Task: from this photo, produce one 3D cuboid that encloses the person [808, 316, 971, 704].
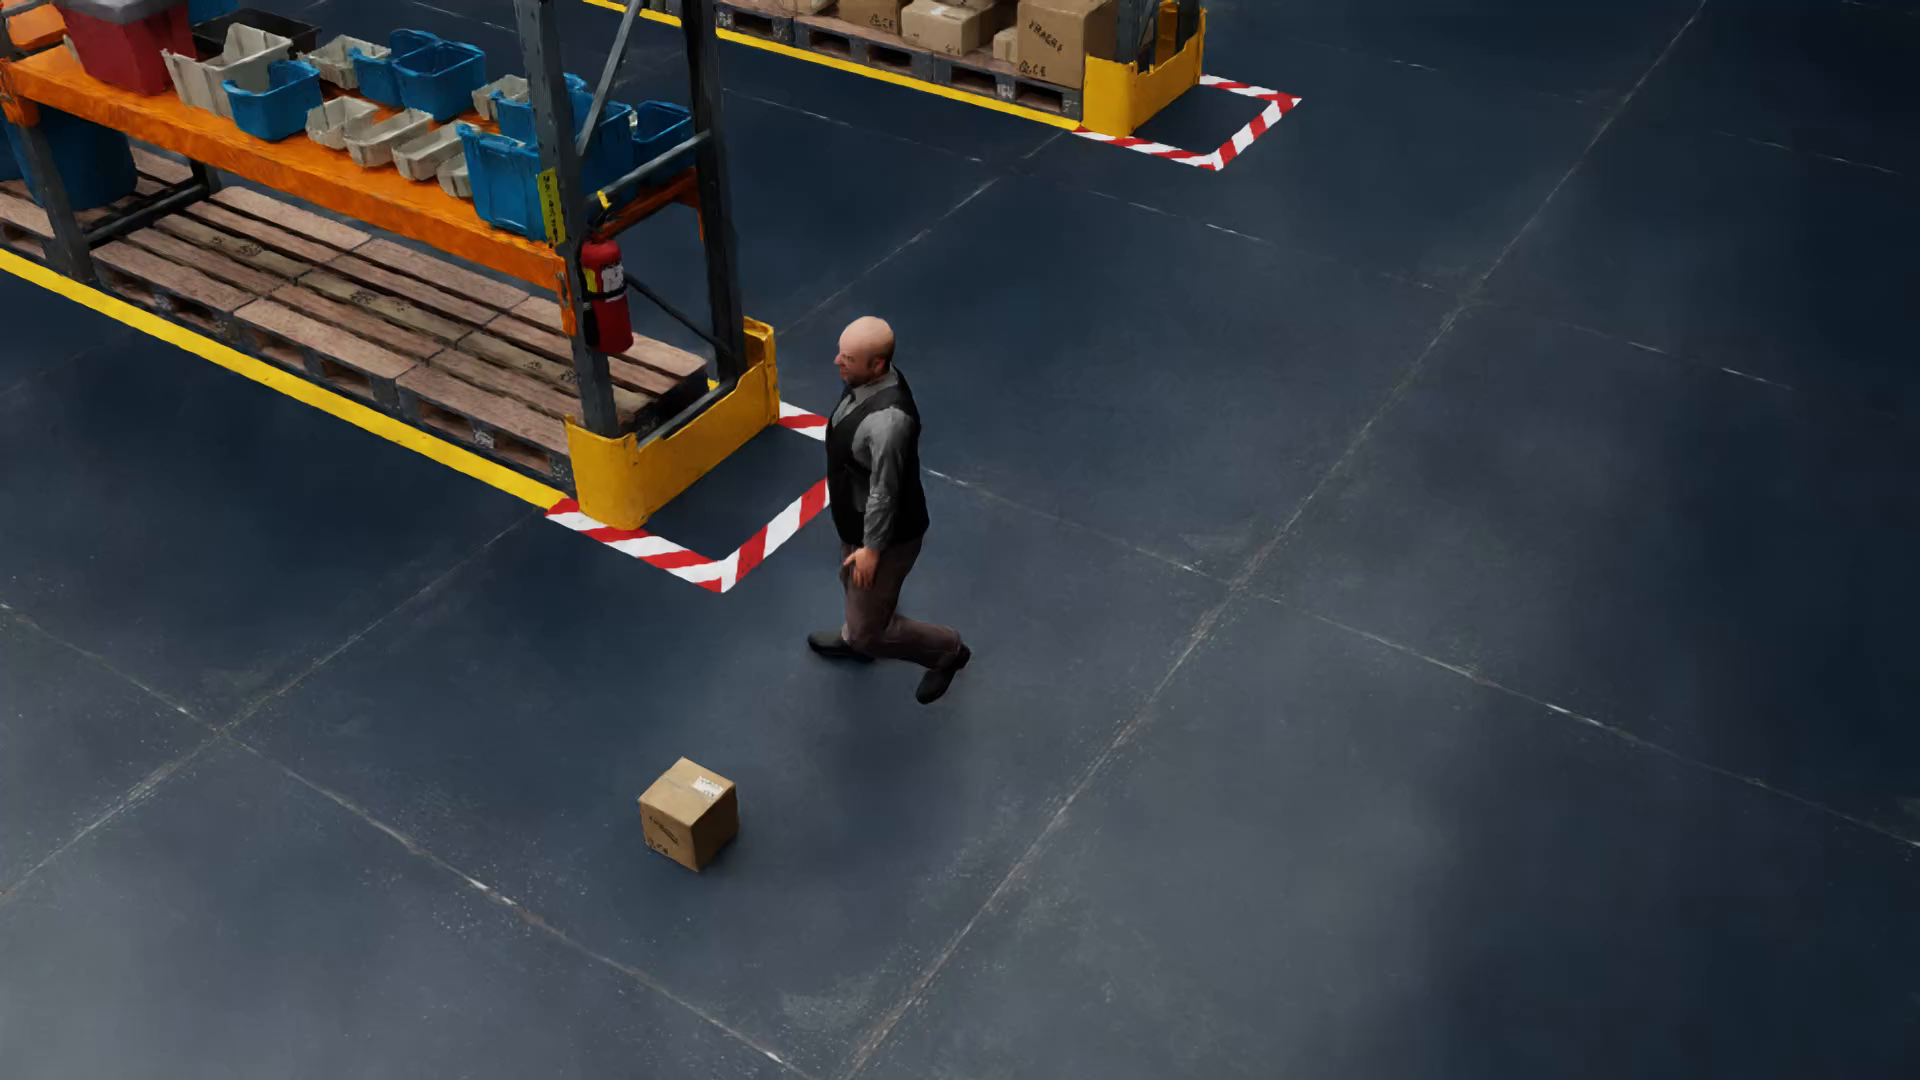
[{"bbox_3d":[-0.284,-0.099,6.273,0.596,1.715,0.644,-8,39,-10],"label":"person"}]
